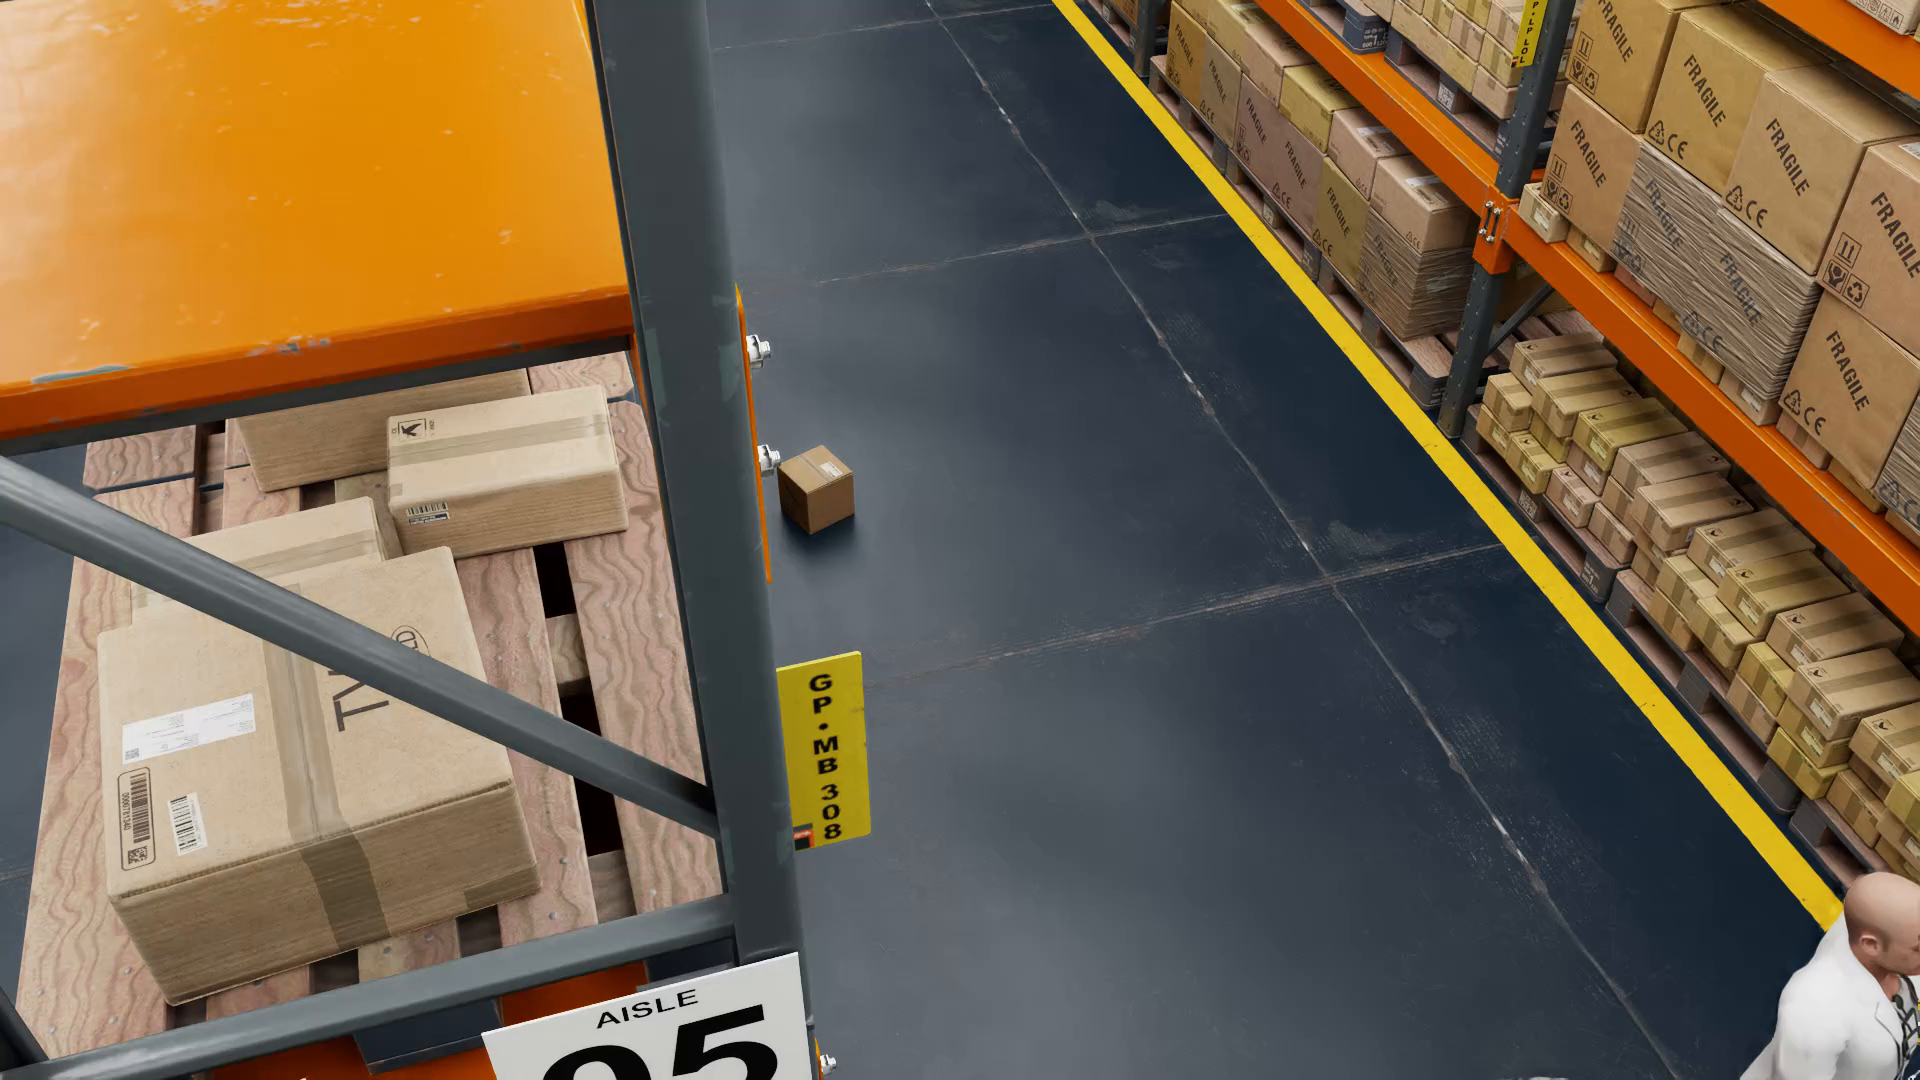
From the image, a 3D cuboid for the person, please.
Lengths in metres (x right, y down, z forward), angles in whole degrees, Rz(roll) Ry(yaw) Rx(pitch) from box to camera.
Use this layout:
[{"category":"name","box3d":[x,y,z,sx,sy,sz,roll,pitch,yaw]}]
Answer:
[{"category":"person","box3d":[2.225,1.499,4.481,0.560,1.746,0.949,-30,50,-29]}]
